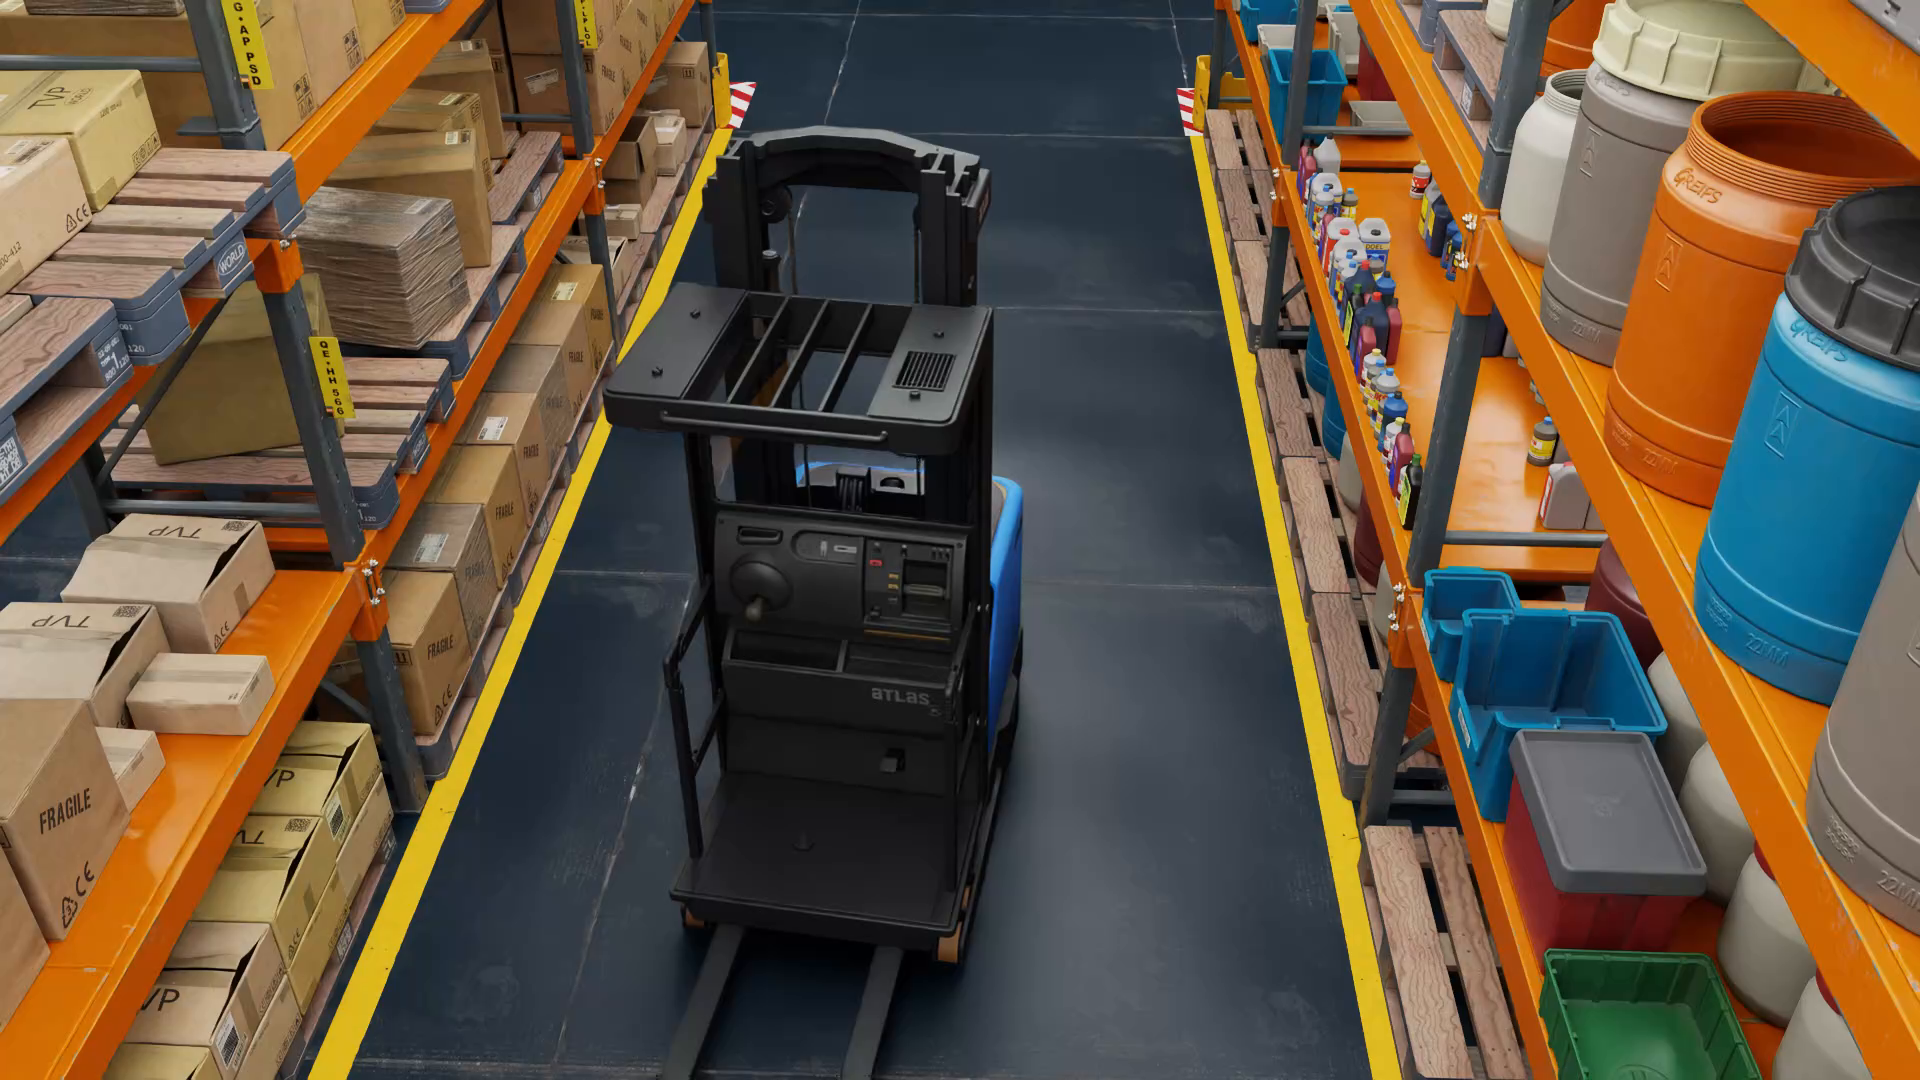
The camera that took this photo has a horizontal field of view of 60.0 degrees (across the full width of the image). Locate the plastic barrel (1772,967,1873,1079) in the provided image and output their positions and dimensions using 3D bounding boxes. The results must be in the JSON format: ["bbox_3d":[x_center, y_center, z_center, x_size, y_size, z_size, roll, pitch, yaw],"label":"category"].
[{"bbox_3d":[2.296,1.282,4.144,0.433,0.535,0.433,0,35,0],"label":"plastic barrel"}]

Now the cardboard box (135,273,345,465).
[{"bbox_3d":[-2.867,-0.688,6.613,0.700,0.500,0.500,-10,36,-14],"label":"cardboard box"}]

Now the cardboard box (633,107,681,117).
[{"bbox_3d":[-2.340,-3.179,12.692,0.380,0.166,0.250,1,35,2],"label":"cardboard box"}]

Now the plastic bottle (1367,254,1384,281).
[{"bbox_3d":[2.010,-1.296,8.104,0.097,0.201,0.097,0,35,0],"label":"plastic bottle"}]

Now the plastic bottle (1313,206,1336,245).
[{"bbox_3d":[1.881,-1.622,8.567,0.097,0.201,0.097,0,35,0],"label":"plastic bottle"}]

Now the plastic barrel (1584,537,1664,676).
[{"bbox_3d":[2.454,0.224,5.650,0.600,0.536,0.708,1,35,2],"label":"plastic barrel"}]

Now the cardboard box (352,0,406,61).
[{"bbox_3d":[-2.754,-2.222,6.553,0.910,0.500,0.500,1,35,2],"label":"cardboard box"}]

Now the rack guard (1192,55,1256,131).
[{"bbox_3d":[2.479,-3.582,13.357,1.175,0.500,0.348,1,35,2],"label":"rack guard"}]

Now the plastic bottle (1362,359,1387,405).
[{"bbox_3d":[1.815,-0.689,7.240,0.097,0.201,0.097,0,35,0],"label":"plastic bottle"}]

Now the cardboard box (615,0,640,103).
[{"bbox_3d":[-2.309,-3.030,10.312,0.500,0.500,0.500,2,35,3],"label":"cardboard box"}]

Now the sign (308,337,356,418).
[{"bbox_3d":[-2.225,-0.573,5.896,0.100,0.325,0.005,1,35,2],"label":"sign"}]

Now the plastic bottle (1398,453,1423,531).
[{"bbox_3d":[1.760,-0.189,6.457,0.061,0.283,0.133,1,35,2],"label":"plastic bottle"}]

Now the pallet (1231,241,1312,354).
[{"bbox_3d":[2.321,-1.575,10.753,1.003,0.211,1.213,1,35,2],"label":"pallet"}]

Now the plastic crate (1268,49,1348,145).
[{"bbox_3d":[2.009,-2.586,9.729,0.392,0.384,0.575,1,35,2],"label":"plastic crate"}]

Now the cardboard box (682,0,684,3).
[{"bbox_3d":[-2.221,-4.186,11.956,0.500,0.500,0.500,2,35,2],"label":"cardboard box"}]

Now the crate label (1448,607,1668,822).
[{"bbox_3d":[1.860,0.556,5.265,0.502,0.435,0.616,1,35,2],"label":"crate label"}]

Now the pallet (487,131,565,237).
[{"bbox_3d":[-2.760,-1.874,8.920,1.003,0.211,1.213,1,35,2],"label":"pallet"}]

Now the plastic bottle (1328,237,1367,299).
[{"bbox_3d":[1.885,-1.319,8.072,0.152,0.276,0.135,1,35,2],"label":"plastic bottle"}]

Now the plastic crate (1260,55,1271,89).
[{"bbox_3d":[2.107,-2.853,10.334,0.437,0.125,0.590,1,35,2],"label":"plastic crate"}]

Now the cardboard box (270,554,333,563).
[{"bbox_3d":[-2.978,-0.150,7.439,0.500,0.250,0.500,3,35,4],"label":"cardboard box"}]

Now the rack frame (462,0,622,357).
[{"bbox_3d":[-2.619,-2.409,9.514,1.000,3.000,0.127,1,35,2],"label":"rack frame"}]

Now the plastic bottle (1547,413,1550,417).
[{"bbox_3d":[2.500,-0.516,6.933,0.097,0.271,0.097,0,35,0],"label":"plastic bottle"}]

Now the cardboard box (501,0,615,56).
[{"bbox_3d":[-2.319,-3.123,9.574,0.500,0.500,0.500,2,35,3],"label":"cardboard box"}]

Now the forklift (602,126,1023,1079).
[{"bbox_3d":[-0.474,0.195,5.869,1.130,2.935,3.031,6,36,8],"label":"forklift"}]

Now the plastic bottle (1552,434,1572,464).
[{"bbox_3d":[2.529,-0.450,6.836,0.152,0.276,0.135,1,35,2],"label":"plastic bottle"}]

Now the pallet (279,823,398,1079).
[{"bbox_3d":[-2.851,1.502,6.374,1.003,0.211,1.213,1,35,2],"label":"pallet"}]

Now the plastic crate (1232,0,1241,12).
[{"bbox_3d":[2.030,-3.801,11.672,0.250,0.136,0.298,1,35,2],"label":"plastic crate"}]

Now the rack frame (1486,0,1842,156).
[{"bbox_3d":[2.170,-2.449,4.354,1.000,3.000,0.127,1,35,2],"label":"rack frame"}]

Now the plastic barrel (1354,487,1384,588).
[{"bbox_3d":[2.218,-0.110,7.975,0.600,0.588,0.708,1,35,2],"label":"plastic barrel"}]

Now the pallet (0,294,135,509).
[{"bbox_3d":[-2.759,-0.226,3.964,1.003,0.211,1.213,3,35,4],"label":"pallet"}]

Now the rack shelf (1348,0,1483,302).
[{"bbox_3d":[2.250,-2.076,7.058,1.077,0.370,4.000,1,35,2],"label":"rack shelf"}]

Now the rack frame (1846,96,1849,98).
[{"bbox_3d":[7.440,-4.476,12.456,1.000,3.000,0.127,1,35,2],"label":"rack frame"}]

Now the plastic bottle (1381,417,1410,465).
[{"bbox_3d":[1.796,-0.409,6.842,0.097,0.201,0.097,0,35,0],"label":"plastic bottle"}]

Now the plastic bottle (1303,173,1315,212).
[{"bbox_3d":[1.898,-1.867,8.916,0.097,0.201,0.097,0,35,0],"label":"plastic bottle"}]

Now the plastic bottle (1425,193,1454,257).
[{"bbox_3d":[2.469,-1.634,8.454,0.144,0.351,0.185,1,35,2],"label":"plastic bottle"}]

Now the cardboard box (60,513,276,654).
[{"bbox_3d":[-2.838,0.134,5.974,0.500,0.311,0.500,3,35,5],"label":"cardboard box"}]

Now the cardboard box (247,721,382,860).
[{"bbox_3d":[-2.554,0.920,6.317,0.500,0.311,0.500,2,35,3],"label":"cardboard box"}]

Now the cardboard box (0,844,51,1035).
[{"bbox_3d":[-2.852,1.115,4.413,0.500,0.500,0.500,1,35,2],"label":"cardboard box"}]

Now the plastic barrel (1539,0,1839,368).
[{"bbox_3d":[1.920,-0.960,4.408,0.600,0.901,0.600,0,35,0],"label":"plastic barrel"}]

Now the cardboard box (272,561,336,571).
[{"bbox_3d":[-2.976,0.189,7.609,0.500,0.500,0.500,3,35,4],"label":"cardboard box"}]

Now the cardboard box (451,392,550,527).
[{"bbox_3d":[-2.419,-0.412,8.464,0.500,0.500,0.500,0,35,0],"label":"cardboard box"}]

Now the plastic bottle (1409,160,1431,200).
[{"bbox_3d":[2.512,-1.969,9.062,0.097,0.201,0.097,0,35,0],"label":"plastic bottle"}]

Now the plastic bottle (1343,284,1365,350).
[{"bbox_3d":[1.819,-1.028,7.651,0.061,0.283,0.133,1,35,2],"label":"plastic bottle"}]

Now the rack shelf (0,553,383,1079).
[{"bbox_3d":[-2.860,1.333,4.816,1.077,0.370,4.000,1,35,2],"label":"rack shelf"}]

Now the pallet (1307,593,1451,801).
[{"bbox_3d":[2.160,0.693,7.526,1.003,0.211,1.213,1,35,2],"label":"pallet"}]

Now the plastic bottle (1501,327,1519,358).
[{"bbox_3d":[2.566,-0.981,7.591,0.152,0.276,0.135,1,35,2],"label":"plastic bottle"}]

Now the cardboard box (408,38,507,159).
[{"bbox_3d":[-2.861,-2.354,8.985,0.700,0.500,0.500,-10,36,-14],"label":"cardboard box"}]
